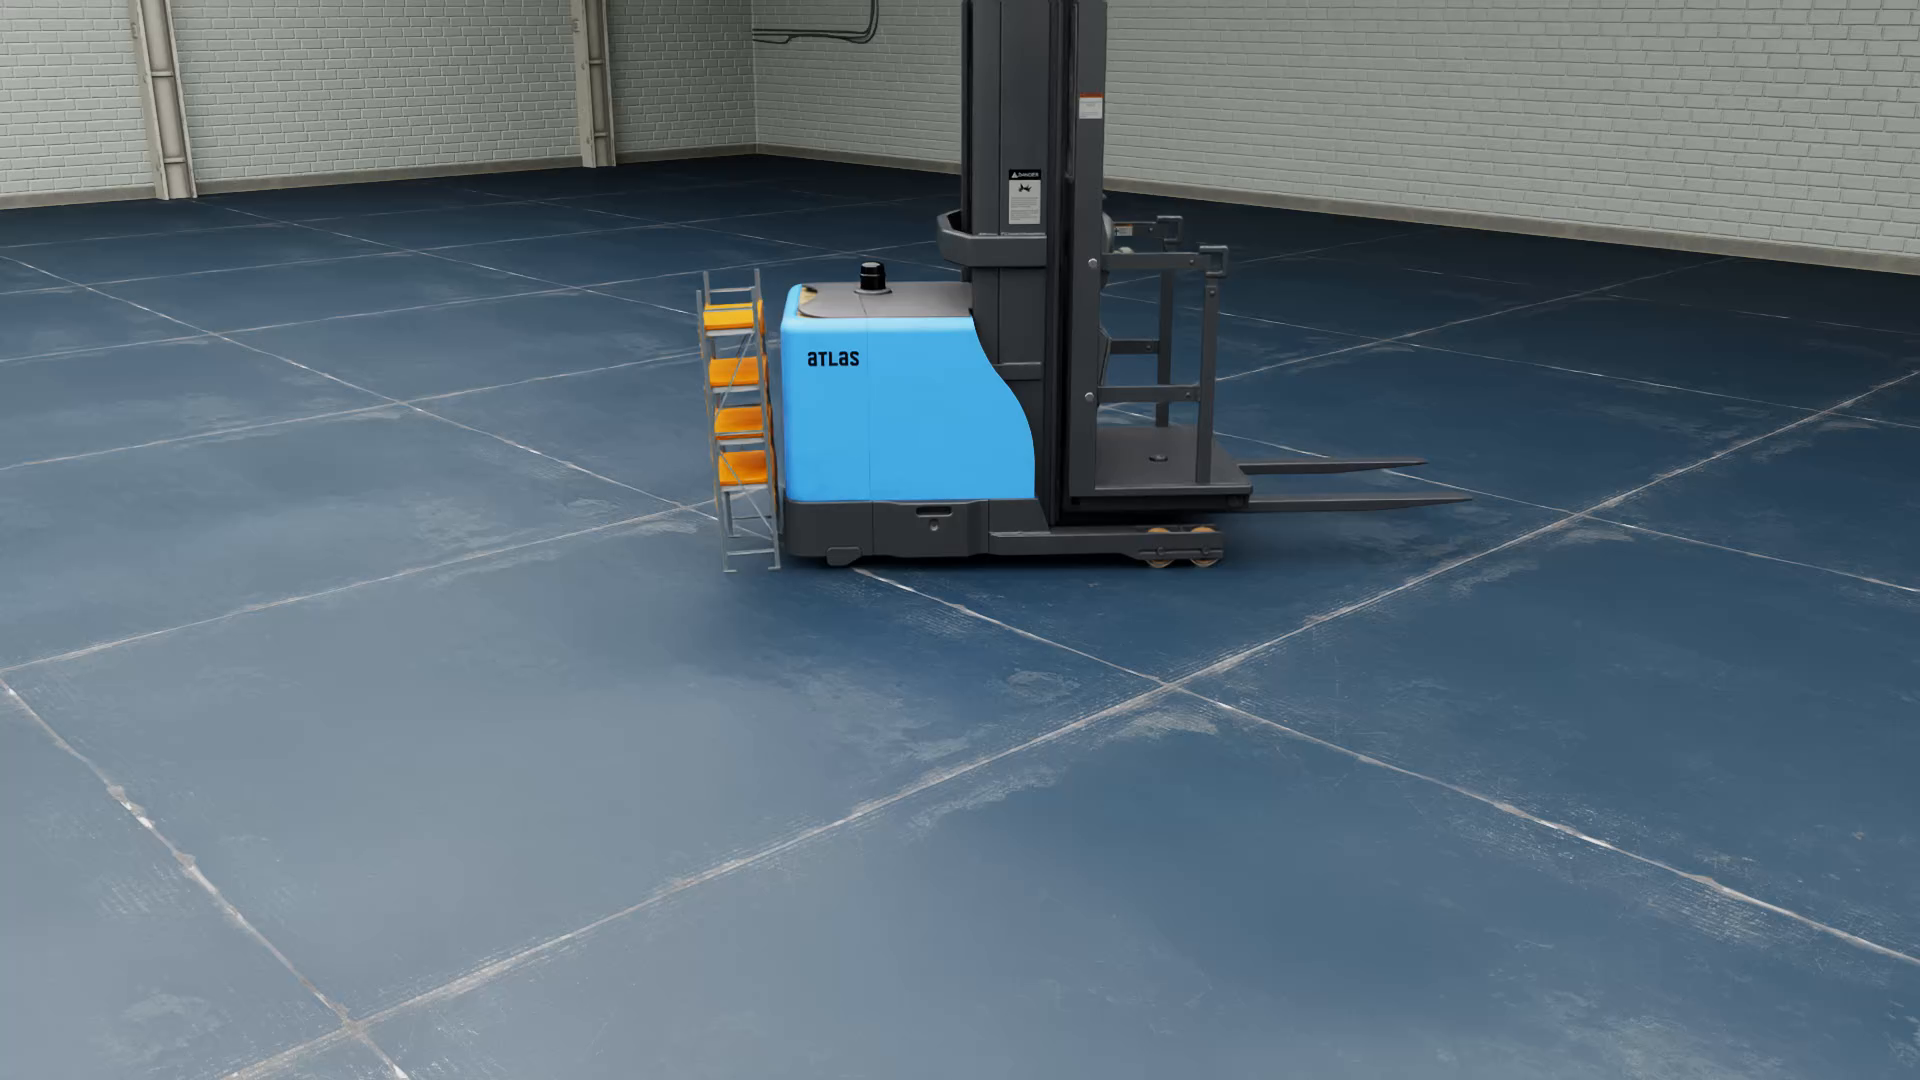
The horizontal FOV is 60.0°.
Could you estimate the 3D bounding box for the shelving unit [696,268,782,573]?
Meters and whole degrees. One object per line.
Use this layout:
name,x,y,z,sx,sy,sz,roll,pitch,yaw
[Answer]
shelving unit,-0.934,-0.516,7.110,0.258,1.200,0.503,-4,18,-4

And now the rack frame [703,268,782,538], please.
rack frame,-0.955,-0.591,7.341,0.240,1.200,0.015,-4,18,-4

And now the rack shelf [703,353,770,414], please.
rack shelf,-0.941,-0.664,7.061,0.258,0.148,0.480,-4,18,-4

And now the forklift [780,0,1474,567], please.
forklift,0.736,-1.441,7.176,3.031,2.935,1.130,-1,18,-3

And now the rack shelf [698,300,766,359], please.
rack shelf,-0.953,-0.889,6.987,0.258,0.148,0.480,-4,18,-4

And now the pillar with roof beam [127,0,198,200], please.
pillar with roof beam,-6.706,-7.541,16.154,0.400,9.000,9.100,-16,24,-41

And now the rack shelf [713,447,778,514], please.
rack shelf,-0.921,-0.264,7.192,0.258,0.148,0.480,-4,18,-4

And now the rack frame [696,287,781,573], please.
rack frame,-0.912,-0.441,6.878,0.240,1.200,0.015,-4,18,-4

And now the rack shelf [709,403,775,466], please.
rack shelf,-0.930,-0.452,7.131,0.258,0.148,0.480,-4,18,-4

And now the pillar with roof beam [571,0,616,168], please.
pillar with roof beam,-2.346,-8.813,20.075,0.400,9.000,9.100,-16,24,-41

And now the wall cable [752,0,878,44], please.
wall cable,-2.255,-8.628,24.541,0.112,2.526,3.097,-16,24,-41
